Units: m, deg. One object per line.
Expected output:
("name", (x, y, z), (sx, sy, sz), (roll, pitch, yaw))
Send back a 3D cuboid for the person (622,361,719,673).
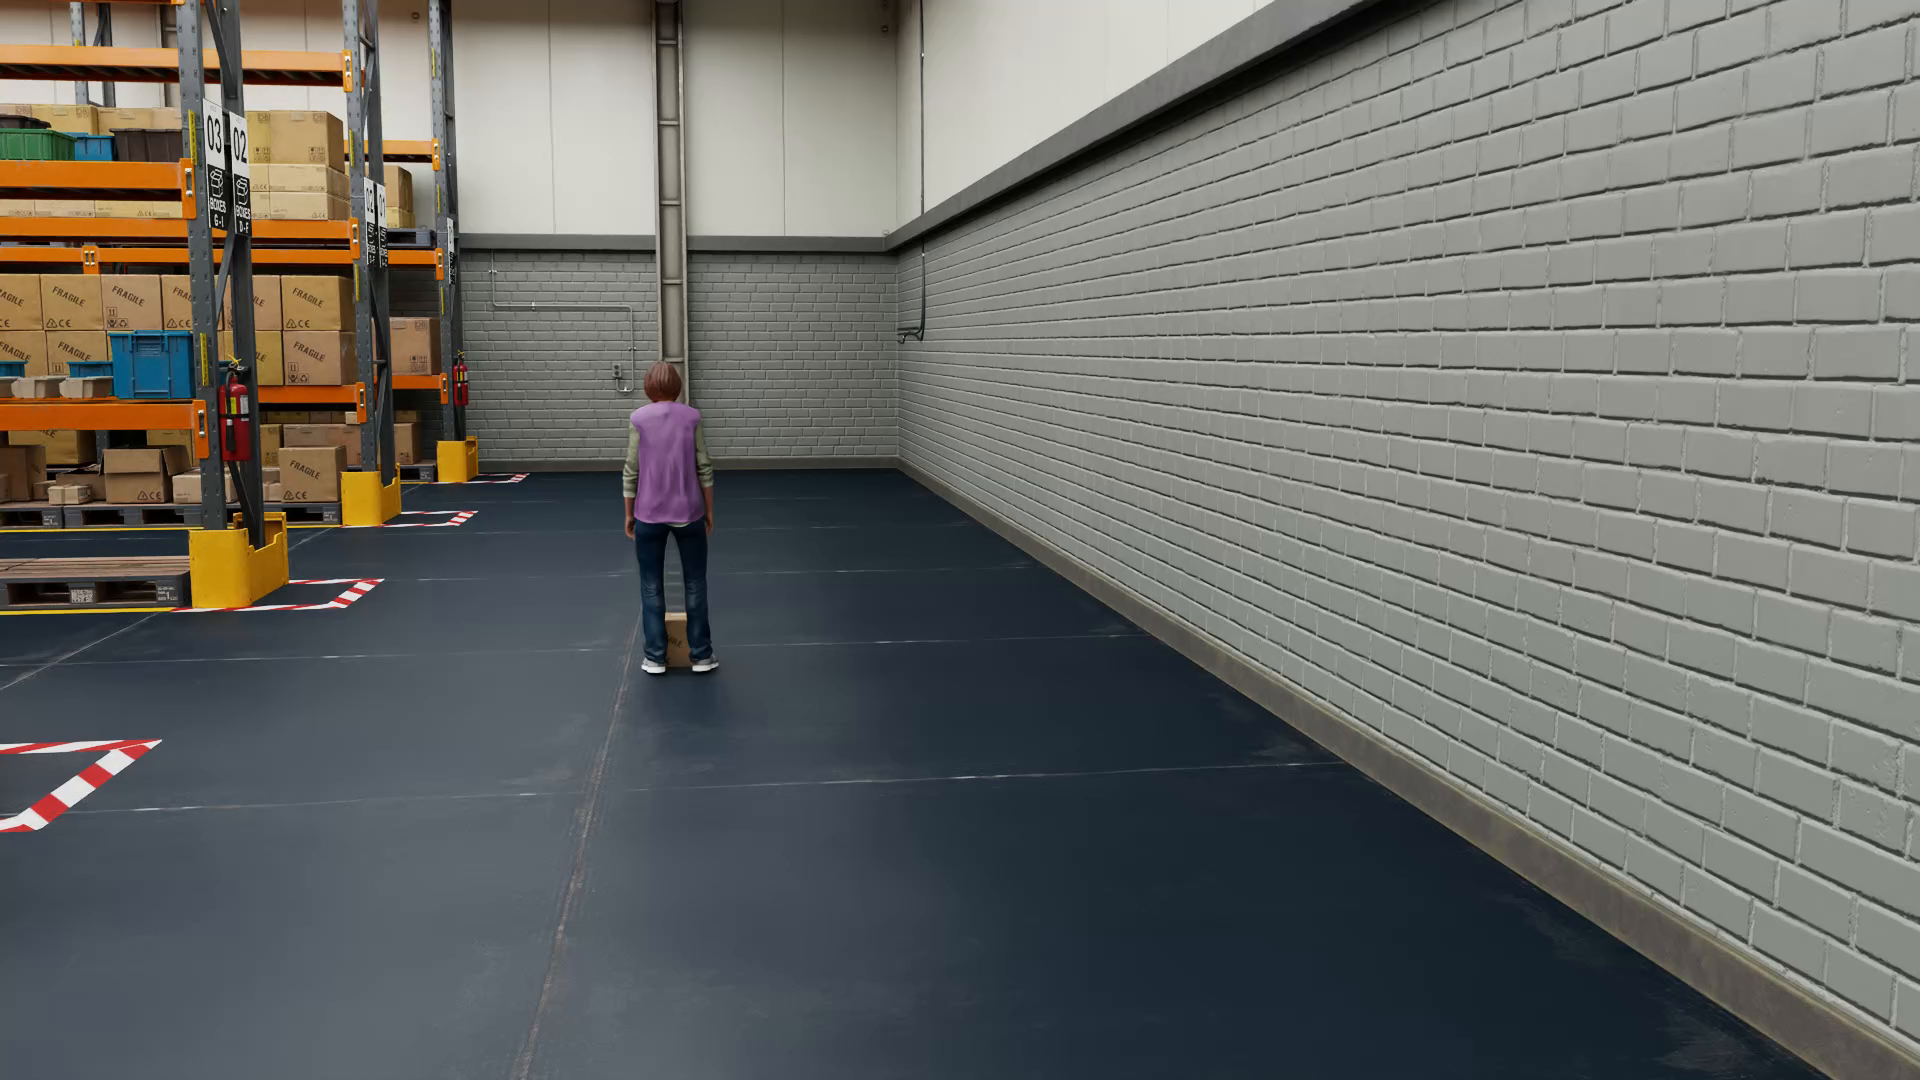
("person", (-1.478, -0.111, 8.476), (0.472, 1.592, 0.347), (-1, 7, -11))
